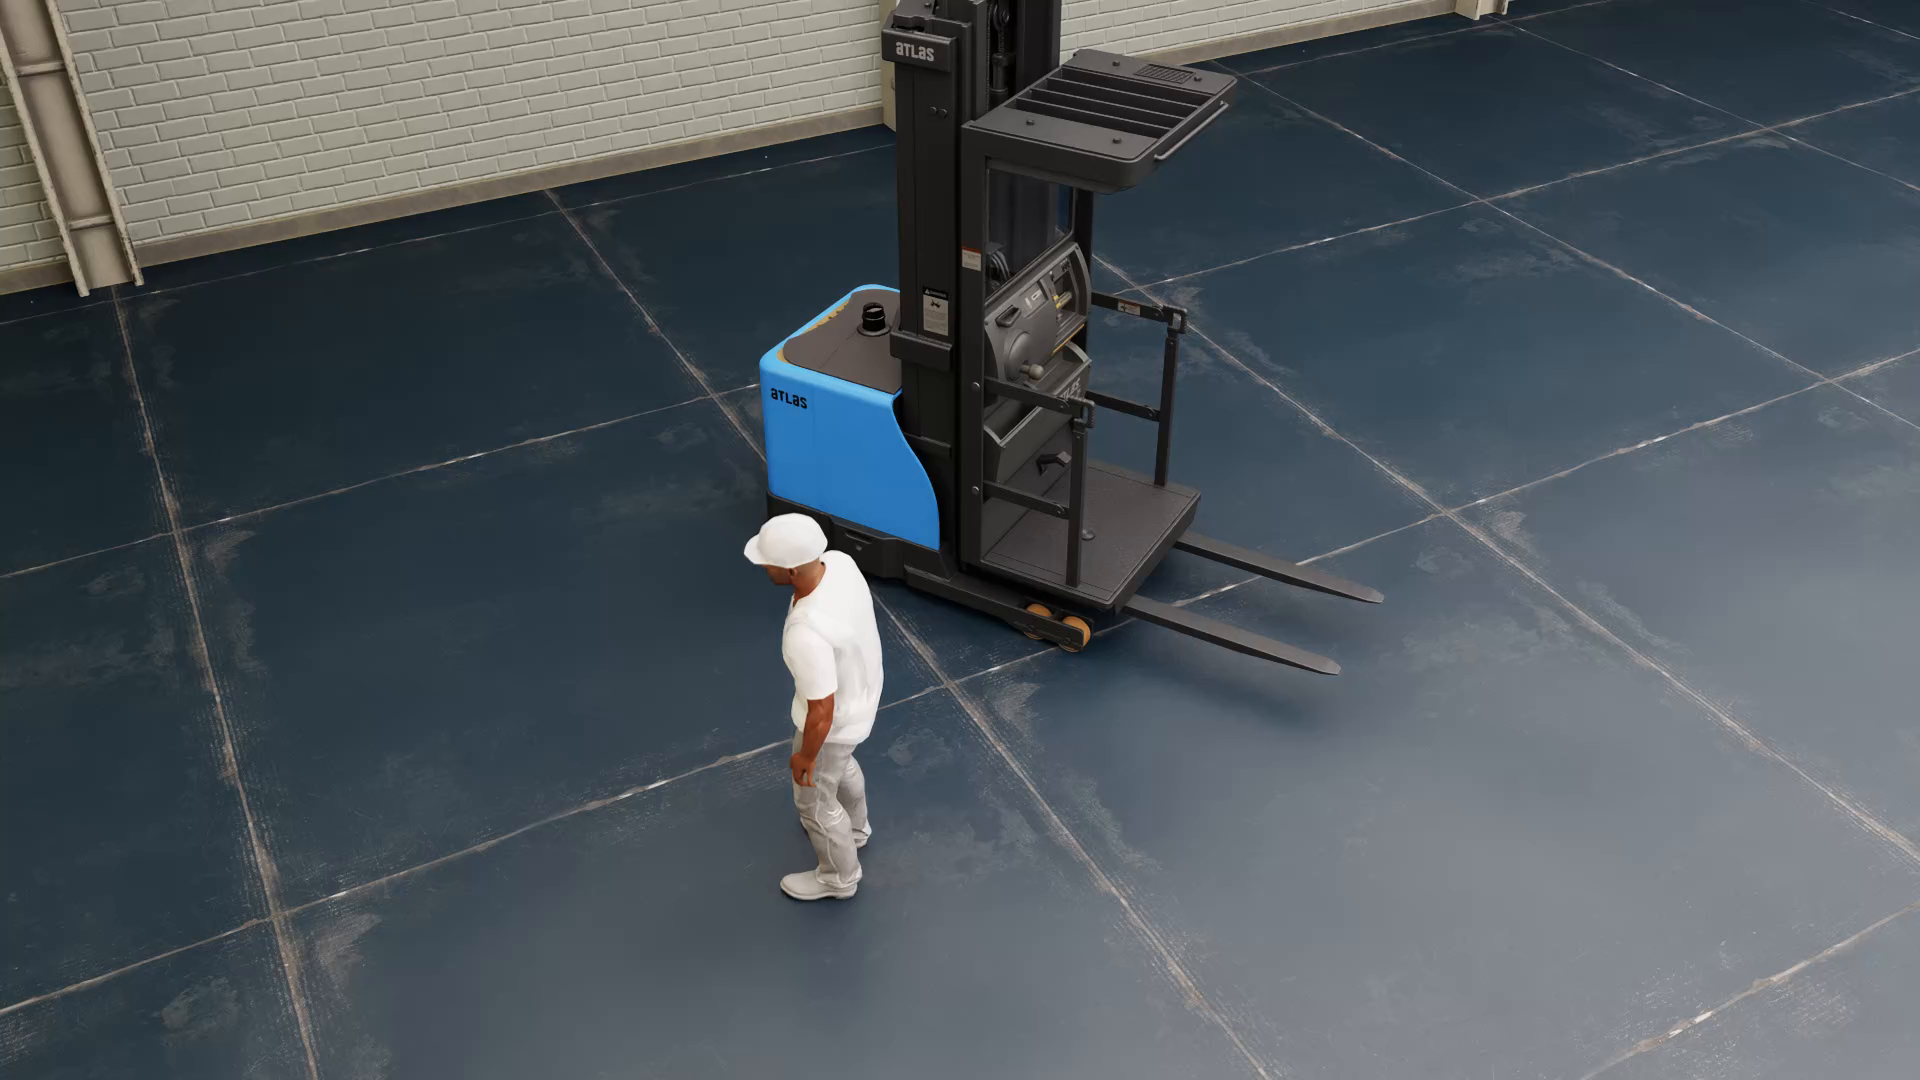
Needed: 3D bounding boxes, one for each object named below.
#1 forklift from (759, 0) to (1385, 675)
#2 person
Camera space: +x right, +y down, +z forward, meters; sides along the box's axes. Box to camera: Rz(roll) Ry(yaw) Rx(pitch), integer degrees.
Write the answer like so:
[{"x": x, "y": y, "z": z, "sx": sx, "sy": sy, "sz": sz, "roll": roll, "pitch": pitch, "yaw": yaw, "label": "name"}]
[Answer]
[{"x": 0.541, "y": -1.017, "z": 7.561, "sx": 3.031, "sy": 2.935, "sz": 1.130, "roll": 18, "pitch": 39, "yaw": 24, "label": "forklift"}, {"x": -0.522, "y": 0.626, "z": 6.256, "sx": 0.460, "sy": 1.759, "sz": 0.629, "roll": 5, "pitch": 36, "yaw": 7, "label": "person"}]
